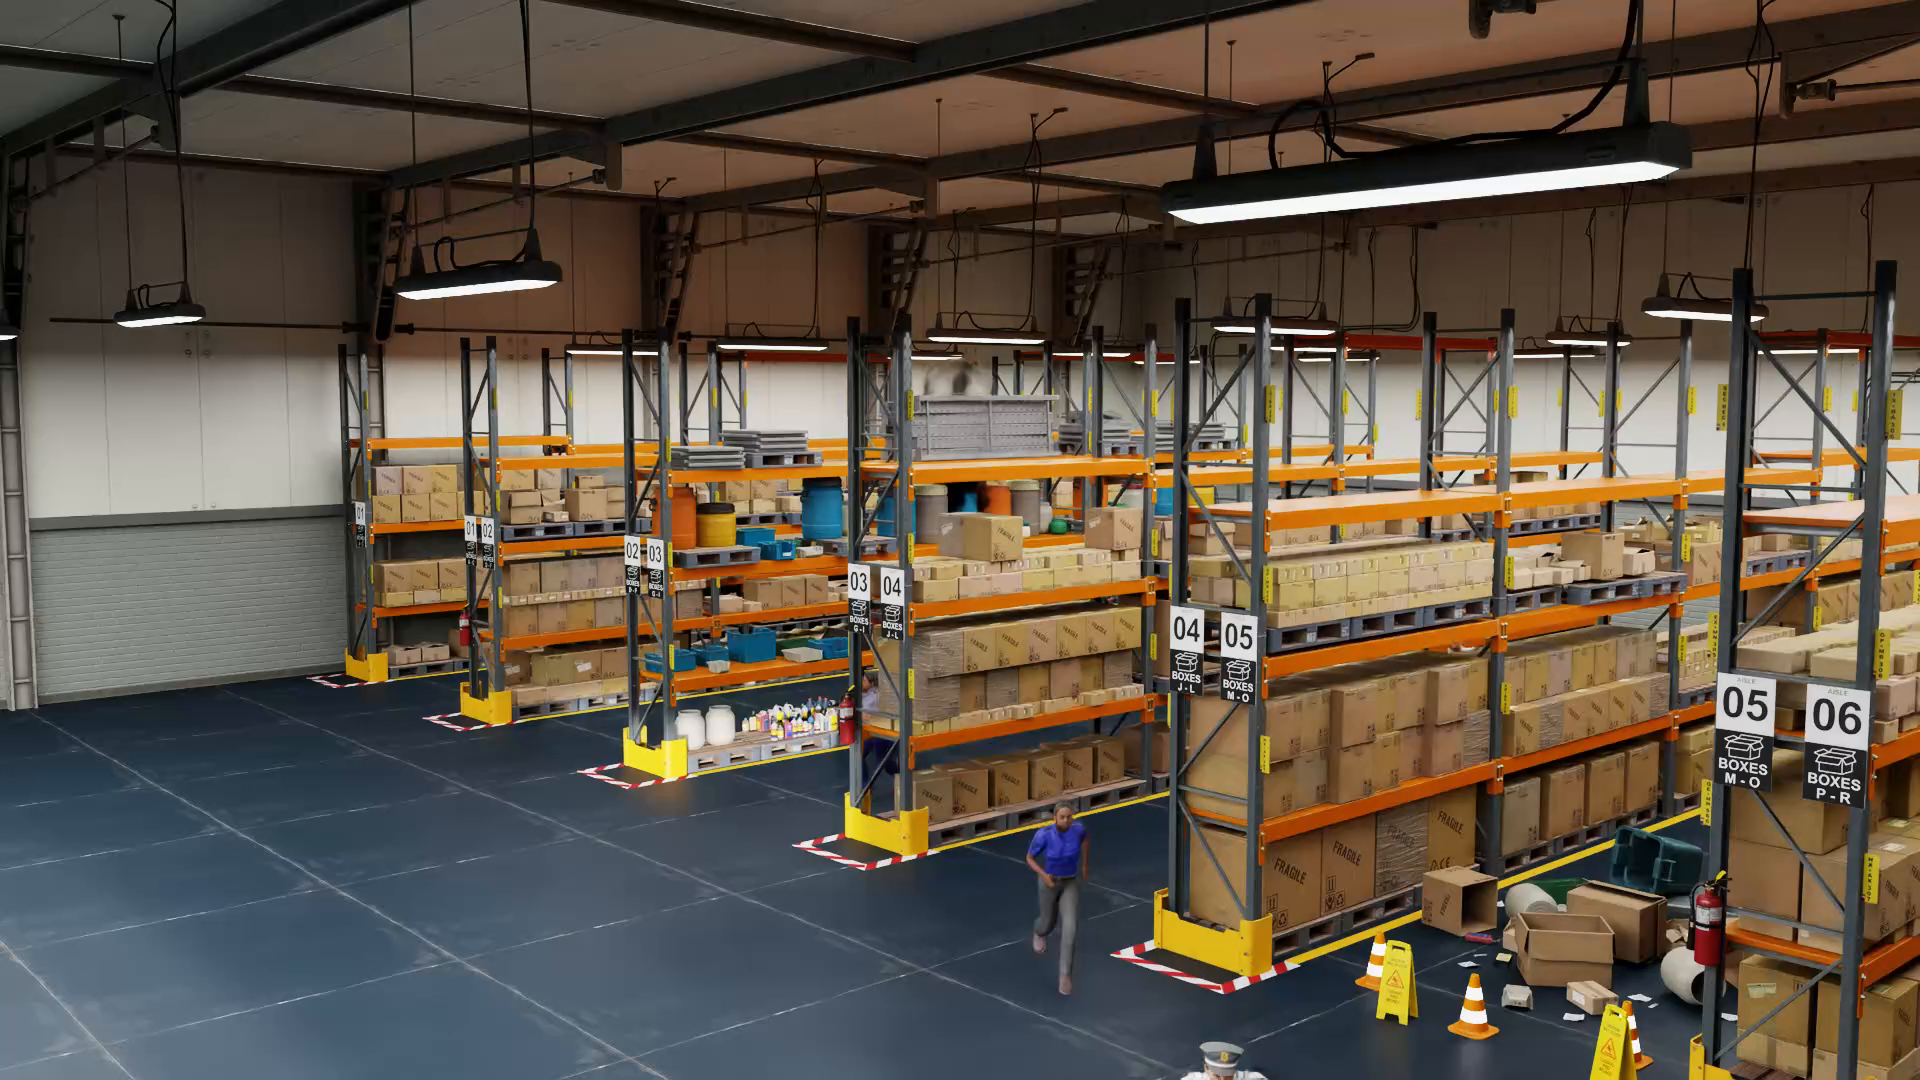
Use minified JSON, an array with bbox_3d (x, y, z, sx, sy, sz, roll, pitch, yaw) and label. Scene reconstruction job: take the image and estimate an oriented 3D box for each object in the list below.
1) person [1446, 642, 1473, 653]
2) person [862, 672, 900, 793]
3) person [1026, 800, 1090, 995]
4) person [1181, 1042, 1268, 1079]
[{"bbox_3d":[7.397,2.157,24.300,0.849,1.717,0.655,-4,7,-39],"label":"person"},{"bbox_3d":[-1.043,2.515,21.042,0.819,1.697,0.603,-4,7,-38],"label":"person"},{"bbox_3d":[0.865,3.051,14.651,0.612,1.623,1.013,-1,5,-13],"label":"person"},{"bbox_3d":[1.449,3.539,9.540,0.595,1.626,0.978,0,5,2],"label":"person"}]
